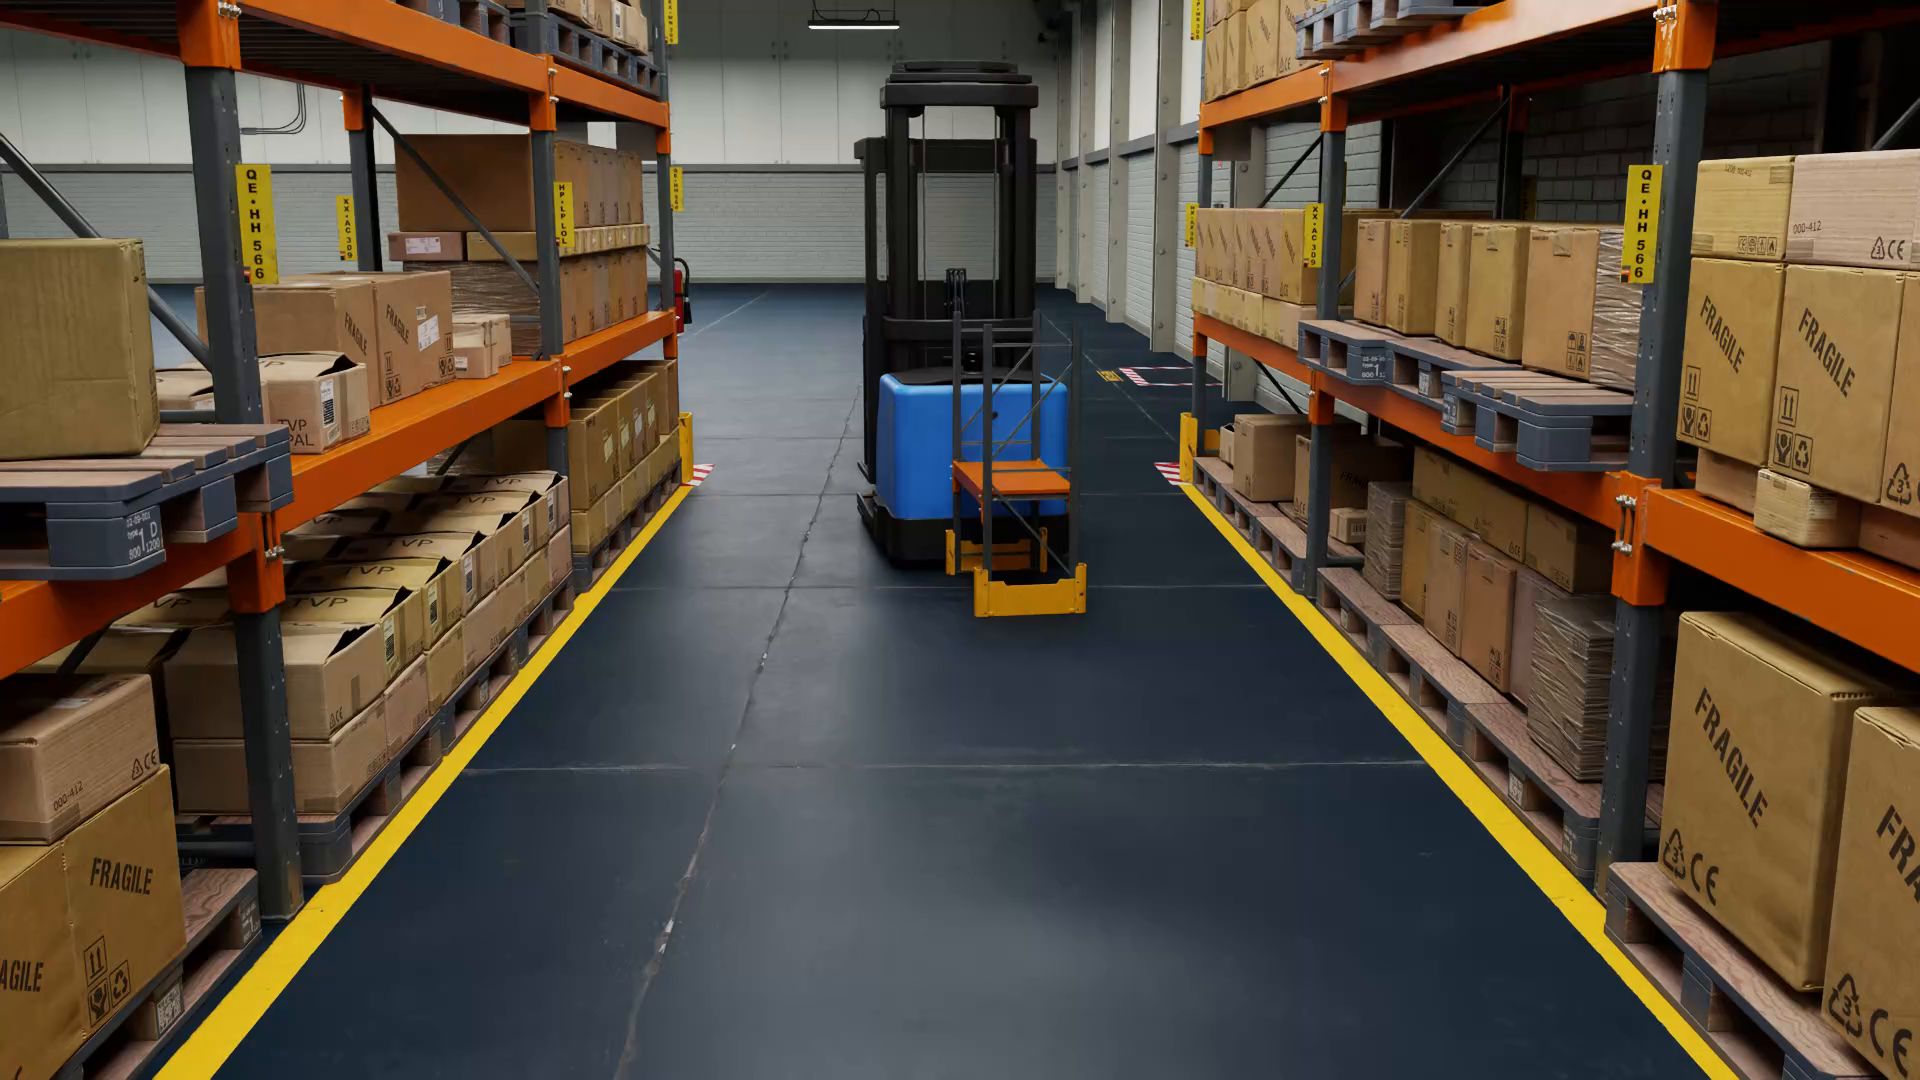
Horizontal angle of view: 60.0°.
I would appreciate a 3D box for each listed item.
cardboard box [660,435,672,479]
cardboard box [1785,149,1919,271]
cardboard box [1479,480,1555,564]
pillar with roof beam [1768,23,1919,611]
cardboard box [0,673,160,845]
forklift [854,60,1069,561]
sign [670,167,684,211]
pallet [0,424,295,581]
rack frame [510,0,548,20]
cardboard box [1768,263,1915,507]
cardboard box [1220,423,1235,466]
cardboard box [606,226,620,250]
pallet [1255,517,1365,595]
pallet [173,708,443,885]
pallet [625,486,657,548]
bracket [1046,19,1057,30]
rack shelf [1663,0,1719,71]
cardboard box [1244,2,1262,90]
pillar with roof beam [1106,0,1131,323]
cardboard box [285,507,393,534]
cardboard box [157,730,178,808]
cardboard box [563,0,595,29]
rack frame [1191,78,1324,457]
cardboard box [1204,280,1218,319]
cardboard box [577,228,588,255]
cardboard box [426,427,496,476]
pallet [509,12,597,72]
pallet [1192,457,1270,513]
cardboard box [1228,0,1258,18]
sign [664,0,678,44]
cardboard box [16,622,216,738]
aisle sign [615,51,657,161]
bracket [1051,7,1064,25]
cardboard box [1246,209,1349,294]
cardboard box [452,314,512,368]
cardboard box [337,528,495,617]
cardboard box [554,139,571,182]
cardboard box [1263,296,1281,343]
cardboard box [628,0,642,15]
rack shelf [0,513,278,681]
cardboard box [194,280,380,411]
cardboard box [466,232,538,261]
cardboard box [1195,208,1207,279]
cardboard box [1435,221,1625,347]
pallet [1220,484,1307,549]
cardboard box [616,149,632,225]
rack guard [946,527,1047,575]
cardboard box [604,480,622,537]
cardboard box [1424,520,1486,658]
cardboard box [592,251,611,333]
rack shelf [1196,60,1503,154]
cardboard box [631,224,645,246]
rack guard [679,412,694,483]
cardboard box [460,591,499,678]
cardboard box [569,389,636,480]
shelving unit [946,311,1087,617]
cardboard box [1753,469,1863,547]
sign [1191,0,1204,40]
[{"bbox_3d":[-2.330,-0.585,11.756,0.500,0.250,0.500,0,11,-1],"label":"cardboard box"},{"bbox_3d":[2.223,-0.736,3.706,0.500,0.250,0.500,0,11,-2],"label":"cardboard box"},{"bbox_3d":[2.428,-0.079,6.697,0.500,0.250,0.500,0,11,-1],"label":"cardboard box"},{"bbox_3d":[-1.007,-3.546,5.406,9.100,9.000,0.400,0,11,-1],"label":"pillar with roof beam"},{"bbox_3d":[-2.234,0.497,3.858,0.500,0.250,0.500,0,11,1],"label":"cardboard box"},{"bbox_3d":[-0.099,-1.560,10.877,1.130,2.935,3.031,-2,12,-9],"label":"forklift"},{"bbox_3d":[-2.116,-2.614,12.392,0.100,0.325,0.005,0,11,-1],"label":"sign"},{"bbox_3d":[-2.409,-0.112,4.051,1.213,0.211,1.003,0,11,-1],"label":"pallet"},{"bbox_3d":[-2.576,-4.076,8.018,1.000,3.000,0.127,0,11,-1],"label":"rack frame"},{"bbox_3d":[2.215,-0.365,3.763,0.500,0.500,0.500,0,11,1],"label":"cardboard box"},{"bbox_3d":[2.219,-0.712,12.181,0.500,0.311,0.500,-2,12,-8],"label":"cardboard box"},{"bbox_3d":[-2.432,-1.965,10.820,0.380,0.149,0.250,0,11,0],"label":"cardboard box"},{"bbox_3d":[2.328,0.076,9.653,1.003,0.211,1.213,0,11,-1],"label":"pallet"},{"bbox_3d":[-2.471,0.862,5.779,1.003,0.211,1.213,0,11,-1],"label":"pallet"},{"bbox_3d":[-2.578,-0.171,10.870,1.003,0.211,1.213,0,11,-1],"label":"pallet"},{"bbox_3d":[2.207,-12.400,39.996,0.235,0.232,0.430,0,11,-1],"label":"bracket"},{"bbox_3d":[2.501,-1.082,2.612,1.077,0.370,4.000,0,11,-1],"label":"rack shelf"},{"bbox_3d":[2.074,-3.097,10.434,0.500,0.500,0.500,0,11,2],"label":"cardboard box"},{"bbox_3d":[-1.503,-8.317,28.922,9.100,9.000,0.400,0,11,-1],"label":"pillar with roof beam"},{"bbox_3d":[-2.799,0.017,7.382,0.500,0.311,0.500,-1,11,-3],"label":"cardboard box"},{"bbox_3d":[-2.748,0.697,5.437,0.500,0.250,0.500,0,11,0],"label":"cardboard box"},{"bbox_3d":[-2.334,-3.045,9.297,0.500,0.311,0.500,-1,12,-4],"label":"cardboard box"},{"bbox_3d":[2.294,-1.952,12.637,1.000,3.000,0.127,0,11,-1],"label":"rack frame"},{"bbox_3d":[2.012,-1.687,11.657,0.500,0.250,0.500,-1,11,-3],"label":"cardboard box"},{"bbox_3d":[-2.410,-1.760,9.808,0.380,0.149,0.250,-1,11,-3],"label":"cardboard box"},{"bbox_3d":[-2.802,-0.552,9.711,0.500,0.500,0.500,0,11,-1],"label":"cardboard box"},{"bbox_3d":[-2.619,-2.732,9.160,1.003,0.211,1.213,0,11,-1],"label":"pallet"},{"bbox_3d":[2.277,-0.409,12.043,1.003,0.211,1.213,0,11,-1],"label":"pallet"},{"bbox_3d":[2.041,-3.692,10.851,0.500,0.500,0.500,0,11,0],"label":"cardboard box"},{"bbox_3d":[-2.116,-3.796,12.152,0.100,0.325,0.005,0,11,-1],"label":"sign"},{"bbox_3d":[-2.750,0.423,5.379,0.500,0.311,0.500,0,11,0],"label":"cardboard box"},{"bbox_3d":[-2.366,-3.219,12.345,0.394,0.787,0.004,0,11,-1],"label":"aisle sign"},{"bbox_3d":[2.261,-11.888,37.471,0.076,0.066,4.783,0,11,-1],"label":"bracket"},{"bbox_3d":[2.042,-1.753,10.096,0.500,0.500,0.500,-1,11,-3],"label":"cardboard box"},{"bbox_3d":[-2.522,-0.965,8.147,0.500,0.250,0.500,0,11,2],"label":"cardboard box"},{"bbox_3d":[-2.249,0.113,6.908,0.500,0.311,0.500,0,11,-2],"label":"cardboard box"},{"bbox_3d":[-2.603,-2.009,9.405,0.700,0.500,0.500,0,11,-1],"label":"cardboard box"},{"bbox_3d":[2.062,-1.285,9.677,0.500,0.250,0.500,0,11,-1],"label":"cardboard box"},{"bbox_3d":[-2.651,-3.612,11.606,0.797,0.503,0.637,1,11,3],"label":"cardboard box"},{"bbox_3d":[-2.452,0.409,2.807,1.077,0.370,4.000,0,11,-1],"label":"rack shelf"},{"bbox_3d":[-2.544,-0.723,6.329,0.500,0.500,0.500,-1,11,-4],"label":"cardboard box"},{"bbox_3d":[-2.388,-1.557,8.807,0.380,0.149,0.250,0,11,-1],"label":"cardboard box"},{"bbox_3d":[2.004,-2.160,12.102,0.500,0.500,0.500,0,11,-1],"label":"cardboard box"},{"bbox_3d":[2.403,-1.078,6.973,0.700,0.500,0.500,1,12,7],"label":"cardboard box"},{"bbox_3d":[2.300,-0.167,10.851,1.003,0.211,1.213,0,11,-1],"label":"pallet"},{"bbox_3d":[-2.644,-2.408,11.370,0.700,0.500,0.500,-1,11,-3],"label":"cardboard box"},{"bbox_3d":[0.211,0.063,9.618,0.587,0.250,0.087,-2,12,-9],"label":"rack guard"},{"bbox_3d":[-2.287,-0.187,9.796,0.500,0.250,0.500,0,11,-1],"label":"cardboard box"},{"bbox_3d":[2.440,0.203,7.196,0.700,0.500,0.500,0,11,-1],"label":"cardboard box"},{"bbox_3d":[-2.627,-1.580,10.549,0.700,0.500,0.500,0,11,1],"label":"cardboard box"},{"bbox_3d":[2.336,-2.672,10.451,1.077,0.370,4.000,0,11,-1],"label":"rack shelf"},{"bbox_3d":[-2.453,-2.171,11.832,0.380,0.149,0.250,0,11,0],"label":"cardboard box"},{"bbox_3d":[-2.659,-0.711,12.805,1.175,0.500,0.348,0,11,-1],"label":"rack guard"},{"bbox_3d":[-2.248,0.390,6.950,0.500,0.250,0.500,0,11,0],"label":"cardboard box"},{"bbox_3d":[-2.293,-0.654,10.212,0.500,0.500,0.500,0,11,-1],"label":"cardboard box"},{"bbox_3d":[0.288,-0.451,9.011,0.587,1.500,1.083,-2,12,-9],"label":"shelving unit"},{"bbox_3d":[2.152,-0.079,3.985,0.380,0.149,0.250,0,11,1],"label":"cardboard box"},{"bbox_3d":[1.752,-3.848,12.241,0.100,0.325,0.005,0,11,-1],"label":"sign"}]
